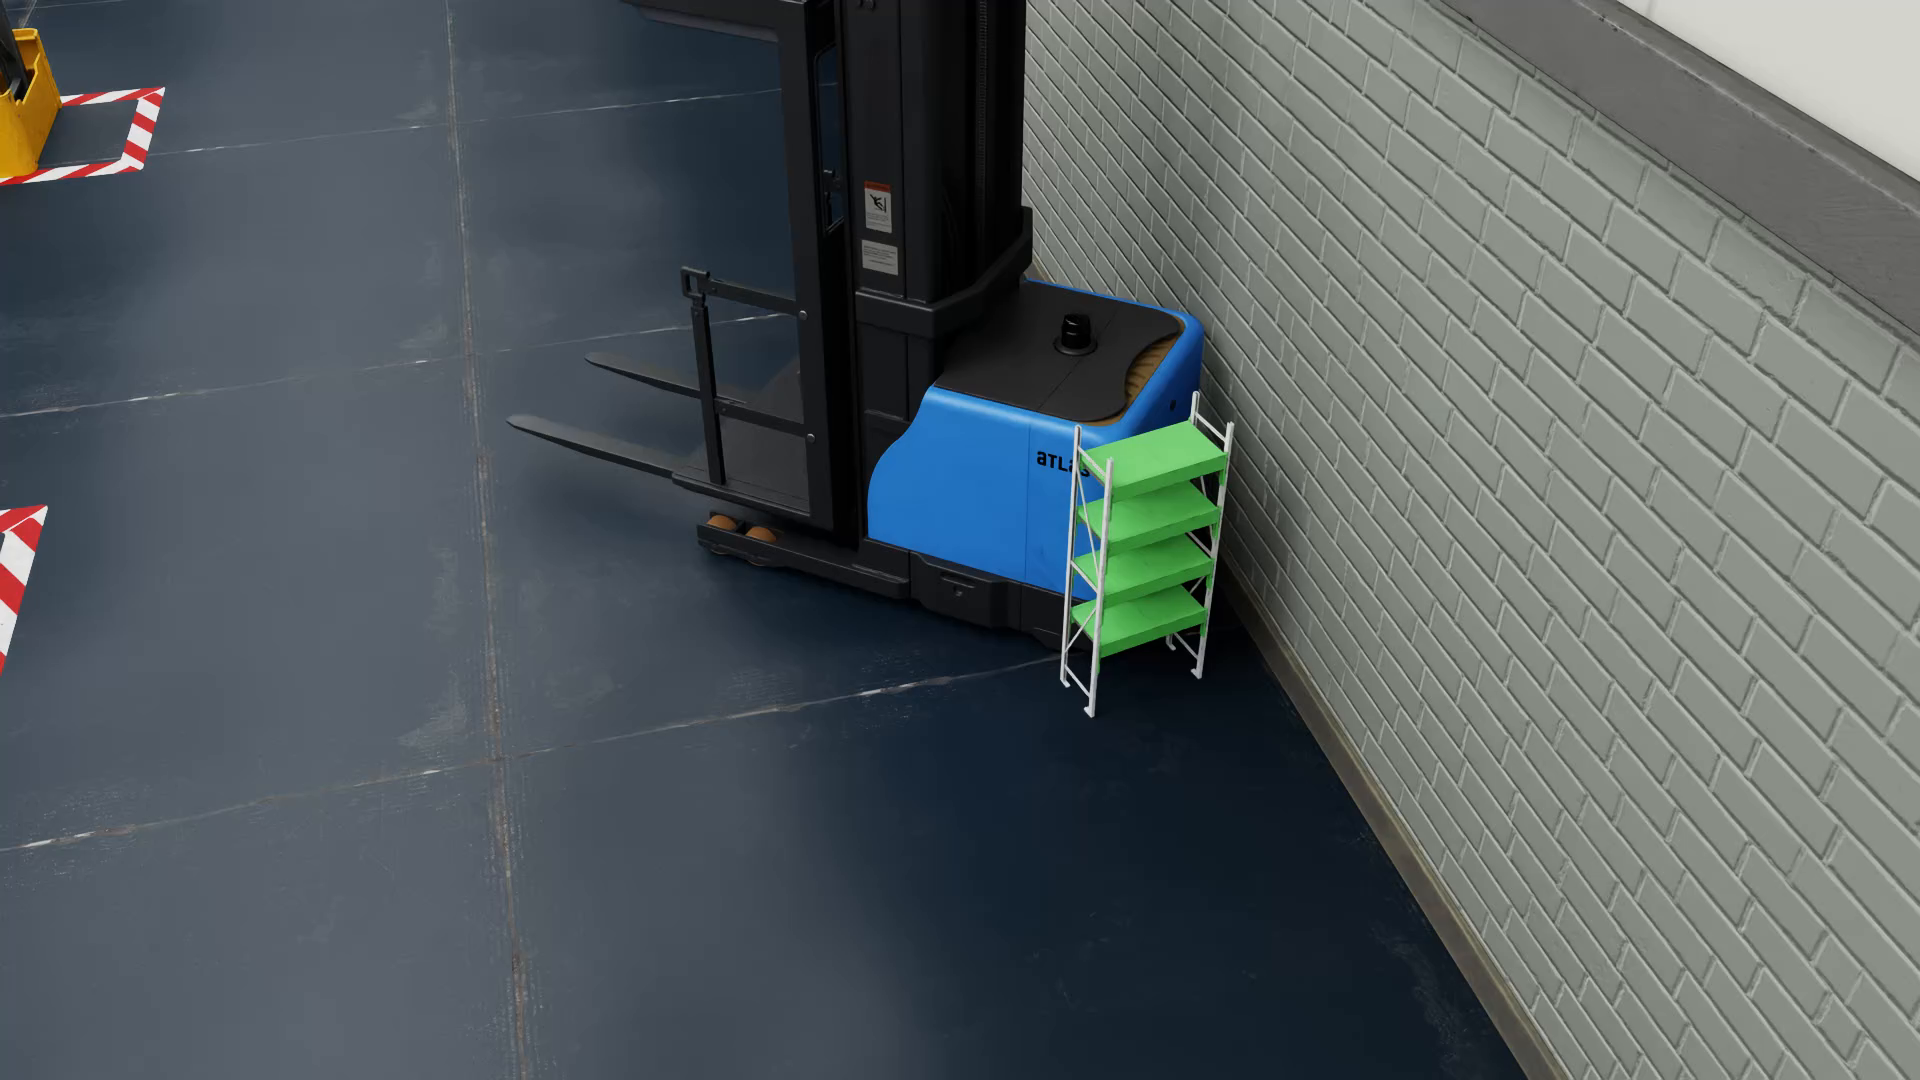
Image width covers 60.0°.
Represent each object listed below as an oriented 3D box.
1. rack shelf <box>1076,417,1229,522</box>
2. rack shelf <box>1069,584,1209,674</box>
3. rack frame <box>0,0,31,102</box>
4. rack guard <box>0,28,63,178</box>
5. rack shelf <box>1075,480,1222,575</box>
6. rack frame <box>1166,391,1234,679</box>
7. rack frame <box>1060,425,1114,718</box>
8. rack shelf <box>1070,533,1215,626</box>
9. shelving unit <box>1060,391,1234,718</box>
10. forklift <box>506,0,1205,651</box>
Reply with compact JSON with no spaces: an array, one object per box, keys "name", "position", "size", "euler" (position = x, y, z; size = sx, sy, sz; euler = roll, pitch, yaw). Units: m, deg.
[{"name":"rack shelf","position":[0.678,-0.255,5.908],"size":[0.480,0.148,0.258],"euler":[-17,41,-21]},{"name":"rack shelf","position":[0.673,0.312,6.352],"size":[0.480,0.148,0.258],"euler":[-17,41,-21]},{"name":"rack frame","position":[-6.000,-3.738,9.667],"size":[0.127,3.000,1.000],"euler":[-9,38,-12]},{"name":"rack guard","position":[-5.977,-2.749,10.432],"size":[0.348,0.500,1.175],"euler":[-9,38,-12]},{"name":"rack shelf","position":[0.676,-0.066,6.056],"size":[0.480,0.148,0.258],"euler":[-17,41,-21]},{"name":"rack frame","position":[0.893,0.006,6.252],"size":[0.015,1.200,0.240],"euler":[-17,41,-21]},{"name":"rack frame","position":[0.457,0.139,6.077],"size":[0.015,1.200,0.240],"euler":[-17,41,-21]},{"name":"rack shelf","position":[0.675,0.123,6.204],"size":[0.480,0.148,0.258],"euler":[-17,41,-21]},{"name":"shelving unit","position":[0.675,0.072,6.165],"size":[0.503,1.200,0.258],"euler":[-17,41,-21]},{"name":"forklift","position":[-0.565,-1.325,6.570],"size":[3.031,2.935,1.130],"euler":[16,40,20]}]
